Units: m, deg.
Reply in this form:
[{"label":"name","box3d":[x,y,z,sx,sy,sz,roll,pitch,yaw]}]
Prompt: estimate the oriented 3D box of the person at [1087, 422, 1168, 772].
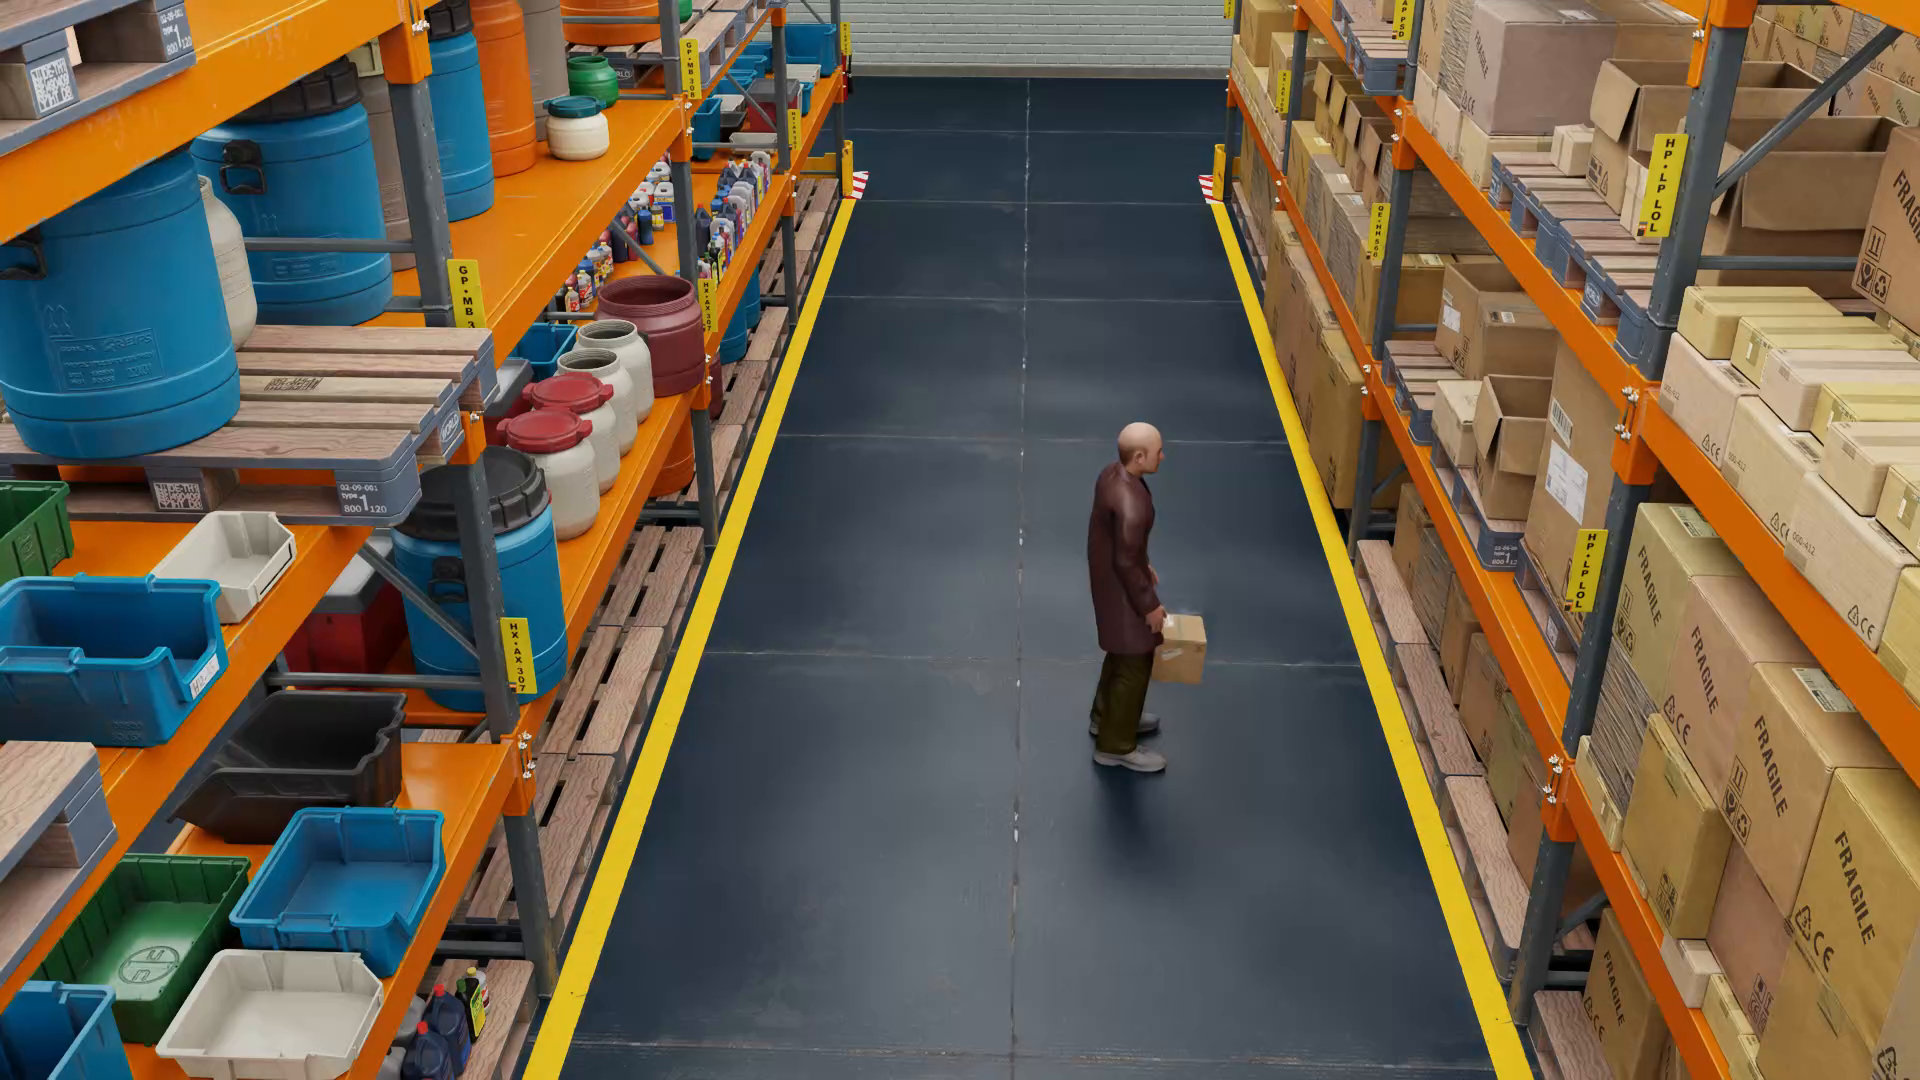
[{"label":"person","box3d":[0.829,0.254,8.147,0.424,1.778,0.589,0,28,1]}]
